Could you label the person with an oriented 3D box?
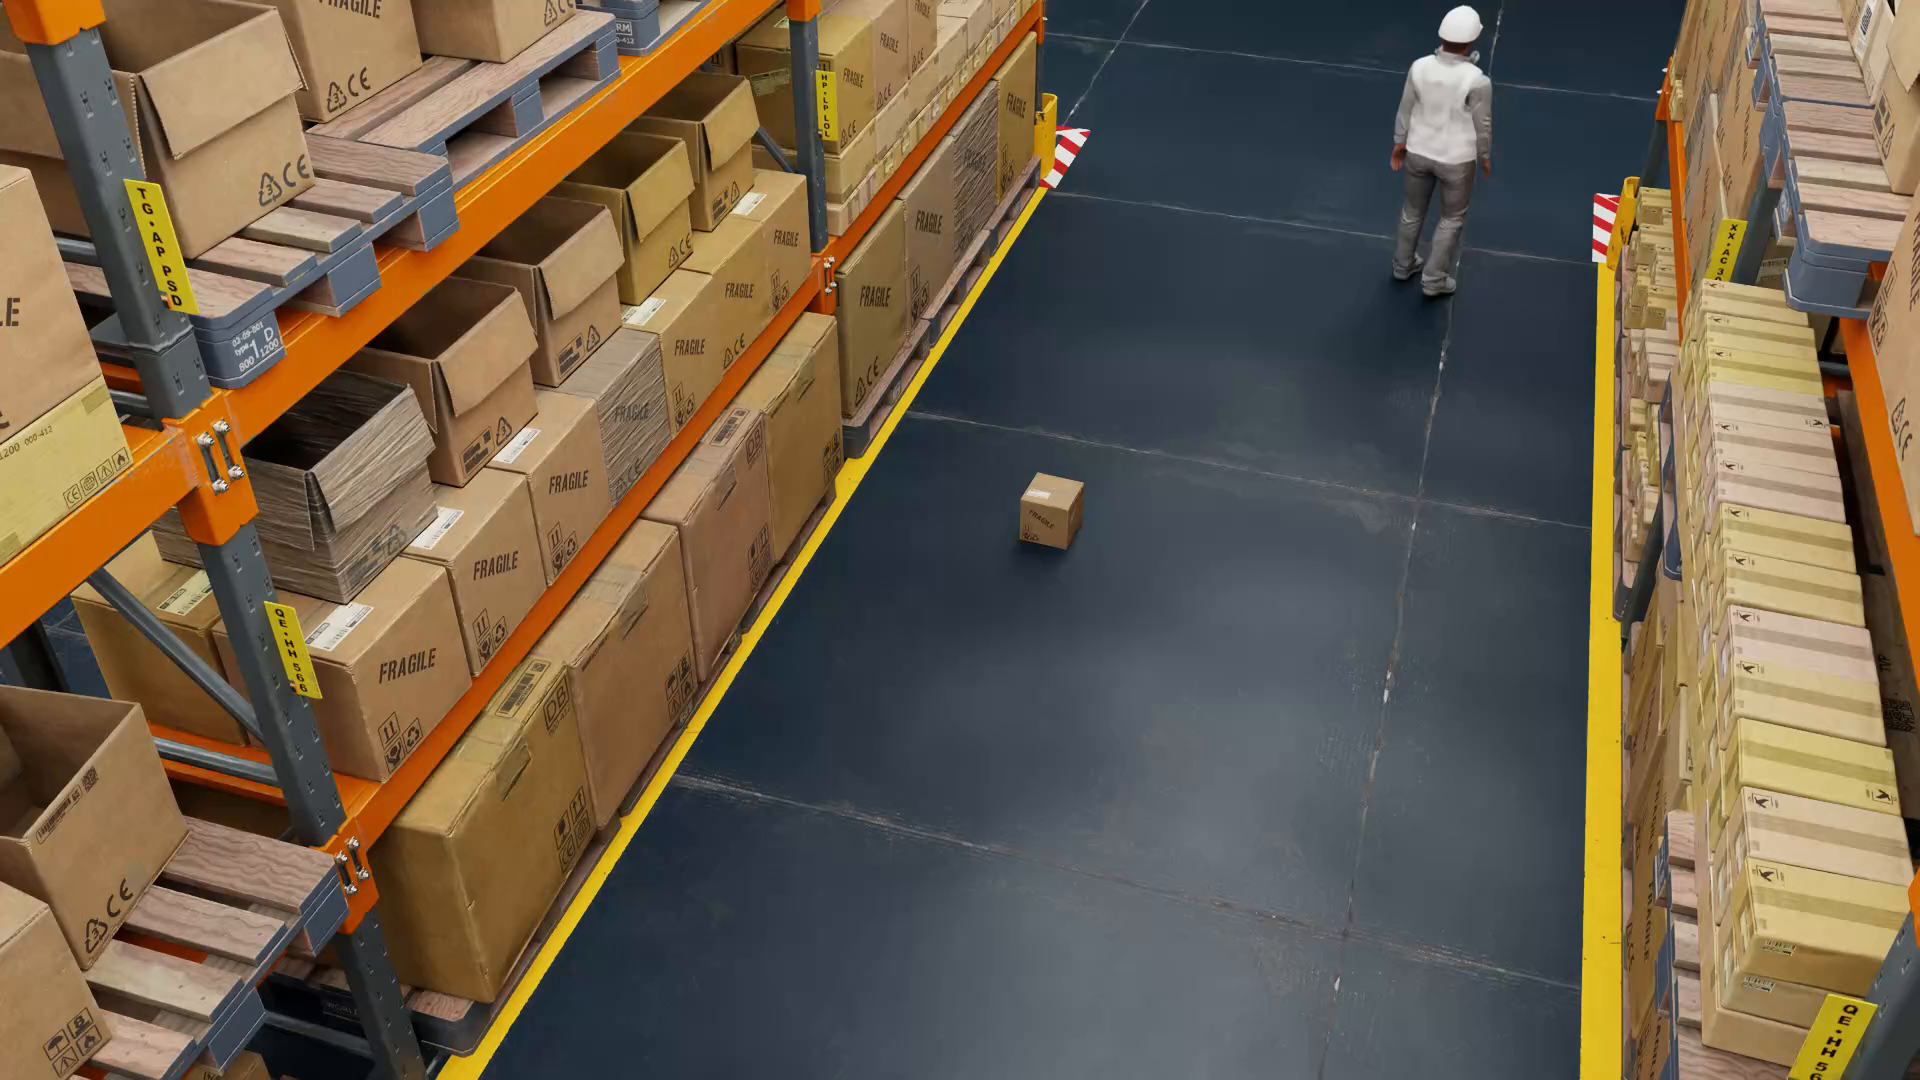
[{"bbox_3d":[2.901,-2.334,9.967,0.578,1.784,0.475,28,45,32],"label":"person"}]
